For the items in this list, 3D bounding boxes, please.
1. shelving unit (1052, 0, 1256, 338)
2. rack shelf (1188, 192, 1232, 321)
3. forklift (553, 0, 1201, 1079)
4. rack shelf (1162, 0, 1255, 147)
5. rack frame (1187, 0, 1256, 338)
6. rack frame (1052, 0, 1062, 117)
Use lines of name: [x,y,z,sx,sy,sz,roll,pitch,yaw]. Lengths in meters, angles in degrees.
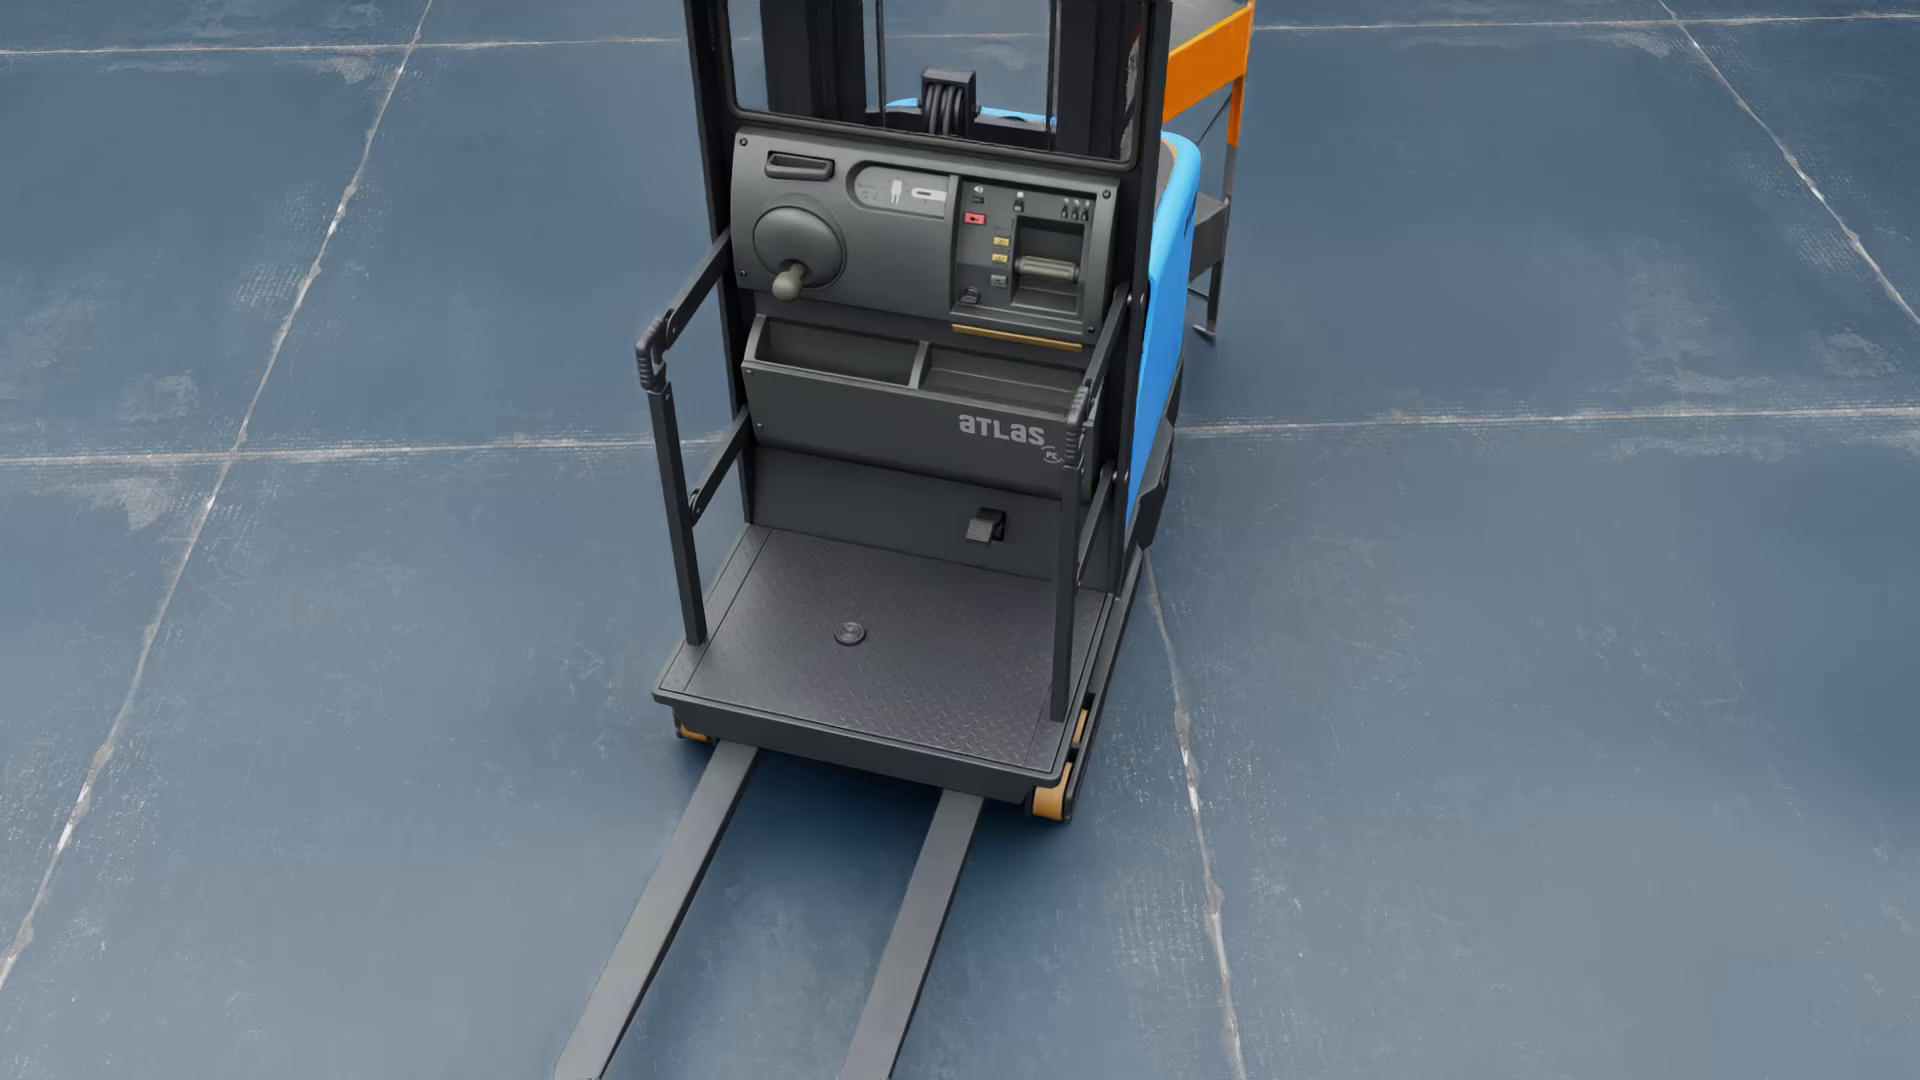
shelving unit: [0.610,-1.480,5.309,0.431,2.100,0.503,30,50,29]
rack shelf: [0.612,-0.952,5.789,0.431,0.518,0.480,30,50,29]
forklift: [-0.153,-0.635,3.773,1.130,2.935,3.031,11,44,12]
rack shelf: [0.610,-1.470,5.318,0.431,0.518,0.480,30,50,29]
rack frame: [0.770,-1.604,5.444,0.400,2.100,0.015,30,50,29]
rack frame: [0.449,-1.356,5.173,0.400,2.100,0.015,30,50,29]
